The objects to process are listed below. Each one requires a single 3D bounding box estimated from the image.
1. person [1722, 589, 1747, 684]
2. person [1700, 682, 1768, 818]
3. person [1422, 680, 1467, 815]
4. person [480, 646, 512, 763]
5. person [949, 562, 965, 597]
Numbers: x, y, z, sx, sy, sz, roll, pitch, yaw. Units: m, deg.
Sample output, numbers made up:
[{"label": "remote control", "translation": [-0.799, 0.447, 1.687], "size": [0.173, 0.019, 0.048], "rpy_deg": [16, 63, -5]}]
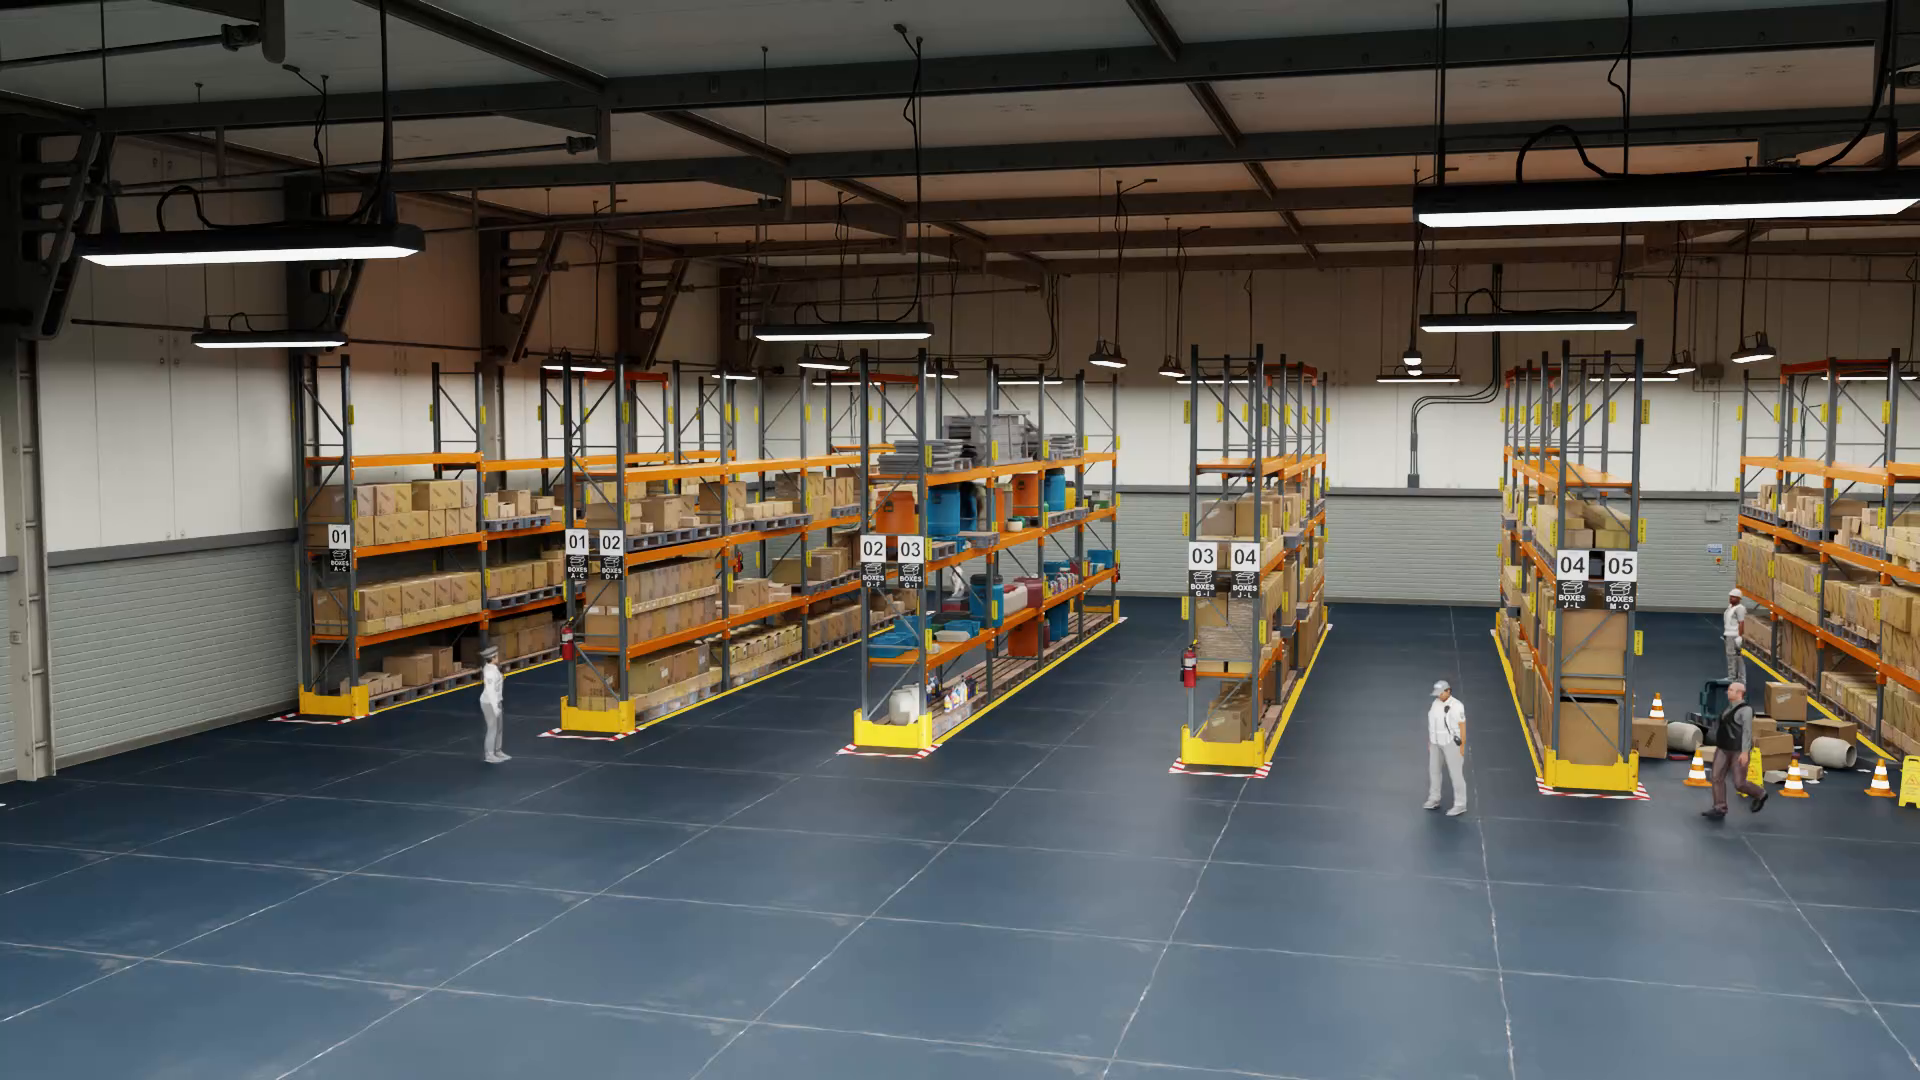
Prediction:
[{"label": "person", "translation": [14.402, 1.799, 30.965], "size": [0.471, 1.791, 0.582], "rpy_deg": [3, 5, 33]}, {"label": "person", "translation": [9.648, 2.608, 20.584], "size": [0.762, 1.698, 0.526], "rpy_deg": [-2, 5, -24]}, {"label": "person", "translation": [6.137, 2.598, 21.039], "size": [0.436, 1.658, 0.568], "rpy_deg": [-3, 5, -32]}, {"label": "person", "translation": [-6.735, 2.371, 24.020], "size": [0.380, 1.692, 0.521], "rpy_deg": [0, 4, 3]}, {"label": "person", "translation": [-0.092, 1.226, 39.079], "size": [0.383, 1.687, 0.498], "rpy_deg": [-1, 4, -13]}]
